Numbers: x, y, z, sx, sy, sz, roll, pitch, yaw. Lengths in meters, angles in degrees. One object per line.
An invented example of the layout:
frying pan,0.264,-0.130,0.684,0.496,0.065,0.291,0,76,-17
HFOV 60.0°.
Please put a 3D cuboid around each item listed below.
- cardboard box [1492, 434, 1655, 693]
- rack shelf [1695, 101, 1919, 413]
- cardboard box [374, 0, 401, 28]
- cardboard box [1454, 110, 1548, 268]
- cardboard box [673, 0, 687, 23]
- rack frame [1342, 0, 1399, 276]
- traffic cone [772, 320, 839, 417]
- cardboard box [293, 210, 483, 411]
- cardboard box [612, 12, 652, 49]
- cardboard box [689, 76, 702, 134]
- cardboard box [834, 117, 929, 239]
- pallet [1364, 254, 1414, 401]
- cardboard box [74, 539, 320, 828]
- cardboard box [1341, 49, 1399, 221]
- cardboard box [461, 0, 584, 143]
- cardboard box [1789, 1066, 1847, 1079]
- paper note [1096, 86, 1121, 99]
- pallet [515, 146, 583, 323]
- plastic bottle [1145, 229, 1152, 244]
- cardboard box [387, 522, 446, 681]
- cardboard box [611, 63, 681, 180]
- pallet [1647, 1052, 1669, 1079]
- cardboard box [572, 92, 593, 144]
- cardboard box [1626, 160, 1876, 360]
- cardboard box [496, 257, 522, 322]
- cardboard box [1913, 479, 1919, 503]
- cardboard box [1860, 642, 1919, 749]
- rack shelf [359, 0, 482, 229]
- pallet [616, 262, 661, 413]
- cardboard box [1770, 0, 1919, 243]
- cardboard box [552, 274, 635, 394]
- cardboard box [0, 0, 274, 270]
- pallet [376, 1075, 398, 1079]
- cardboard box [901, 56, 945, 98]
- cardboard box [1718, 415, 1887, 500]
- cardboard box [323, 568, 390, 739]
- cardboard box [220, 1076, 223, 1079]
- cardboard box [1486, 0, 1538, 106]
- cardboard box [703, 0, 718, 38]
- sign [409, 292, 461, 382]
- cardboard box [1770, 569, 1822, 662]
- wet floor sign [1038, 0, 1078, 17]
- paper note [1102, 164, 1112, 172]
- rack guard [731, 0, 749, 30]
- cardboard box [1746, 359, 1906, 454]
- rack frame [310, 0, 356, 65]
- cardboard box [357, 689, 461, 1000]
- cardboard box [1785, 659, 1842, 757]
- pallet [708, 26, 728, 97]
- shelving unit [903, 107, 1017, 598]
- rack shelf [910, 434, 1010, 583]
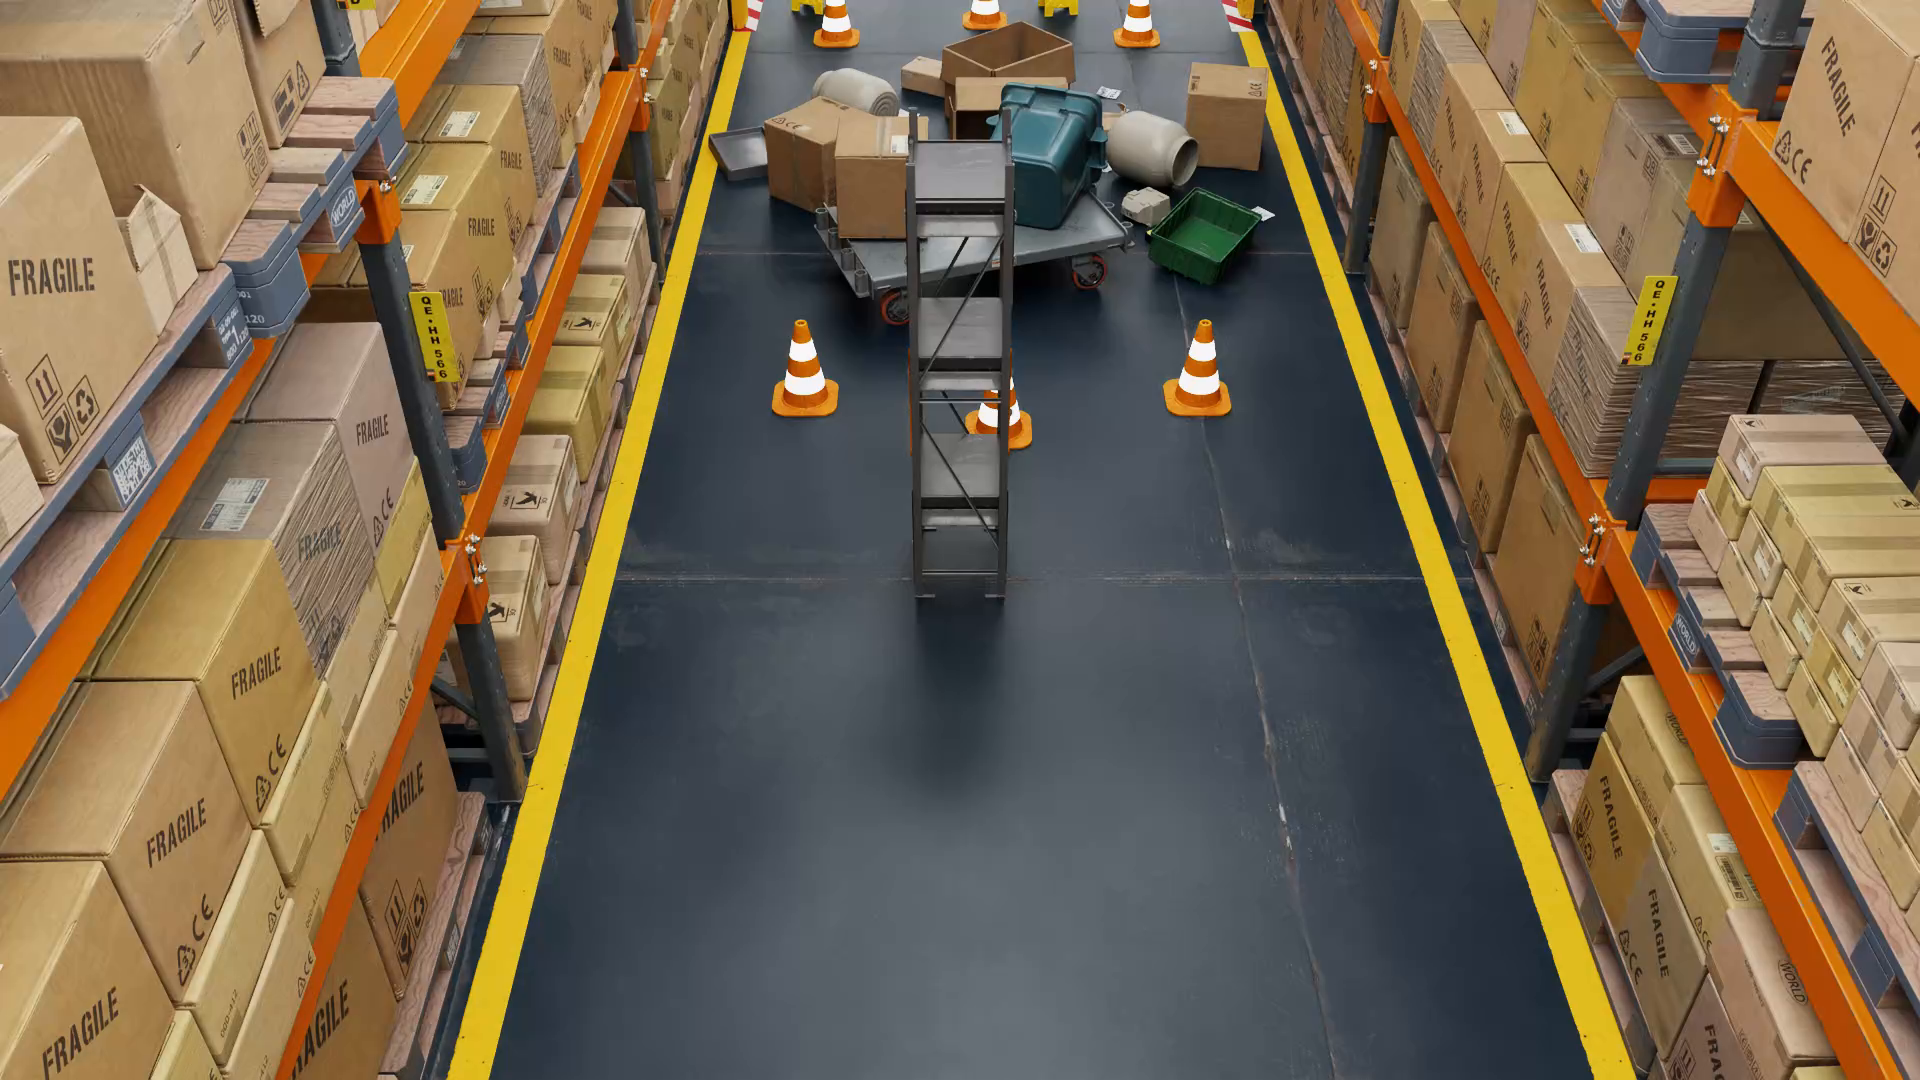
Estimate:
cardboard box,2.837,0.086,6.707,1.050,0.750,0.750,-1,39,-1
rack shelf,2.750,0.114,3.386,1.077,0.370,4.000,0,39,0
cardboard box,-2.193,-1.982,5.346,0.700,0.500,0.500,0,39,0
cardboard box,2.475,-1.512,7.158,0.500,0.500,0.500,1,39,1
cardboard box,-1.883,-3.255,10.158,0.380,0.149,0.250,2,39,3
rack frame,2.743,-2.748,8.781,1.000,3.000,0.127,0,39,0
traffic cone,-0.805,-0.917,8.524,0.336,0.463,0.334,0,39,0
cardboard box,-1.971,-0.781,5.672,0.500,0.500,0.500,-1,39,-1
cardboard box,-1.886,-2.781,9.022,0.380,0.149,0.250,0,39,0
cardboard box,-1.952,-2.807,10.717,0.500,0.250,0.500,-1,39,-1
cardboard box,-0.427,-2.021,9.267,0.500,0.500,0.500,0,39,0
pallet,2.820,-1.178,9.051,1.003,0.211,1.213,0,39,0
cardboard box,-1.937,0.345,4.041,0.500,0.500,0.500,0,39,0
cardboard box,2.813,-2.476,9.805,0.875,0.875,0.875,1,39,1
cardboard box,-1.980,-2.079,7.292,0.500,0.500,0.500,1,39,1
cardboard box,2.497,1.656,4.348,0.500,0.250,0.500,-2,39,-2
paper note,1.043,-3.135,11.638,0.144,0.017,0.142,13,40,15
pallet,-2.245,-1.343,7.181,1.003,0.211,1.213,0,39,0
plastic bottle,1.234,-1.773,9.914,0.133,0.061,0.283,-20,43,-23
cardboard box,-1.942,0.195,5.228,0.500,0.250,0.500,-1,39,-2
cardboard box,-1.937,-2.434,9.652,0.500,0.500,0.500,2,39,2
pallet,2.746,2.091,4.972,1.003,0.211,1.213,0,39,0
cardboard box,-1.907,-1.940,7.638,0.380,0.149,0.250,0,39,0
cardboard box,2.757,-0.957,5.666,0.700,0.500,0.500,0,39,0
cardboard box,-1.917,-0.969,6.426,0.380,0.149,0.250,0,39,0
cardboard box,3.204,-0.120,5.128,0.380,0.149,0.250,1,39,1
cardboard box,2.556,0.401,4.241,0.380,0.149,0.250,2,39,2
rack shelf,-2.204,-2.320,6.424,1.077,0.370,4.000,0,39,0
pallet,-2.204,-1.106,8.962,1.003,0.211,1.213,0,39,0
cardboard box,2.483,-1.099,4.244,0.500,0.500,0.500,0,39,0
cardboard box,-2.199,-1.042,8.417,0.950,0.372,0.625,2,39,3
cardboard box,-2.011,-0.934,3.703,0.700,0.500,0.500,-2,39,-2
pallet,-2.278,2.162,4.883,1.003,0.211,1.213,0,39,0
cardboard box,-0.190,-3.253,11.690,0.380,0.149,0.250,20,43,23
cardboard box,2.555,-0.253,5.056,0.380,0.149,0.250,0,39,0
cardboard box,-1.943,0.307,4.689,0.500,0.250,0.500,-1,39,-1
cardboard box,-1.921,1.460,3.649,0.500,0.250,0.500,0,39,0
cardboard box,2.753,-2.229,7.254,0.700,0.500,0.500,0,39,0
cardboard box,-1.945,-3.739,11.281,0.500,0.500,0.500,1,39,2
sign,-1.647,-0.634,5.217,0.100,0.325,0.005,0,39,0
cardboard box,2.554,0.210,4.716,0.380,0.149,0.250,-1,39,-1
wet floor sign,0.759,-4.348,12.659,0.267,0.644,0.232,-6,39,-8
paper note,0.912,-2.434,10.770,0.172,0.023,0.155,13,40,15
rack guard,-2.211,-4.160,12.541,1.175,0.500,0.348,0,39,0
cardboard box,3.017,-0.567,5.979,0.500,0.500,0.500,0,39,0
rack frame,-2.202,-2.521,3.700,1.000,3.000,0.127,0,39,0
cardboard box,-2.284,0.917,5.570,0.875,0.875,0.875,0,39,0
cardboard box,2.549,0.473,4.627,0.380,0.149,0.250,2,39,2
pallet,-2.245,-3.539,11.997,1.003,0.211,1.213,0,39,0
shelving unit,0.000,-0.716,6.964,0.431,2.100,0.503,0,39,0
rack shelf,0.000,-0.159,7.410,0.431,0.518,0.480,0,39,0
